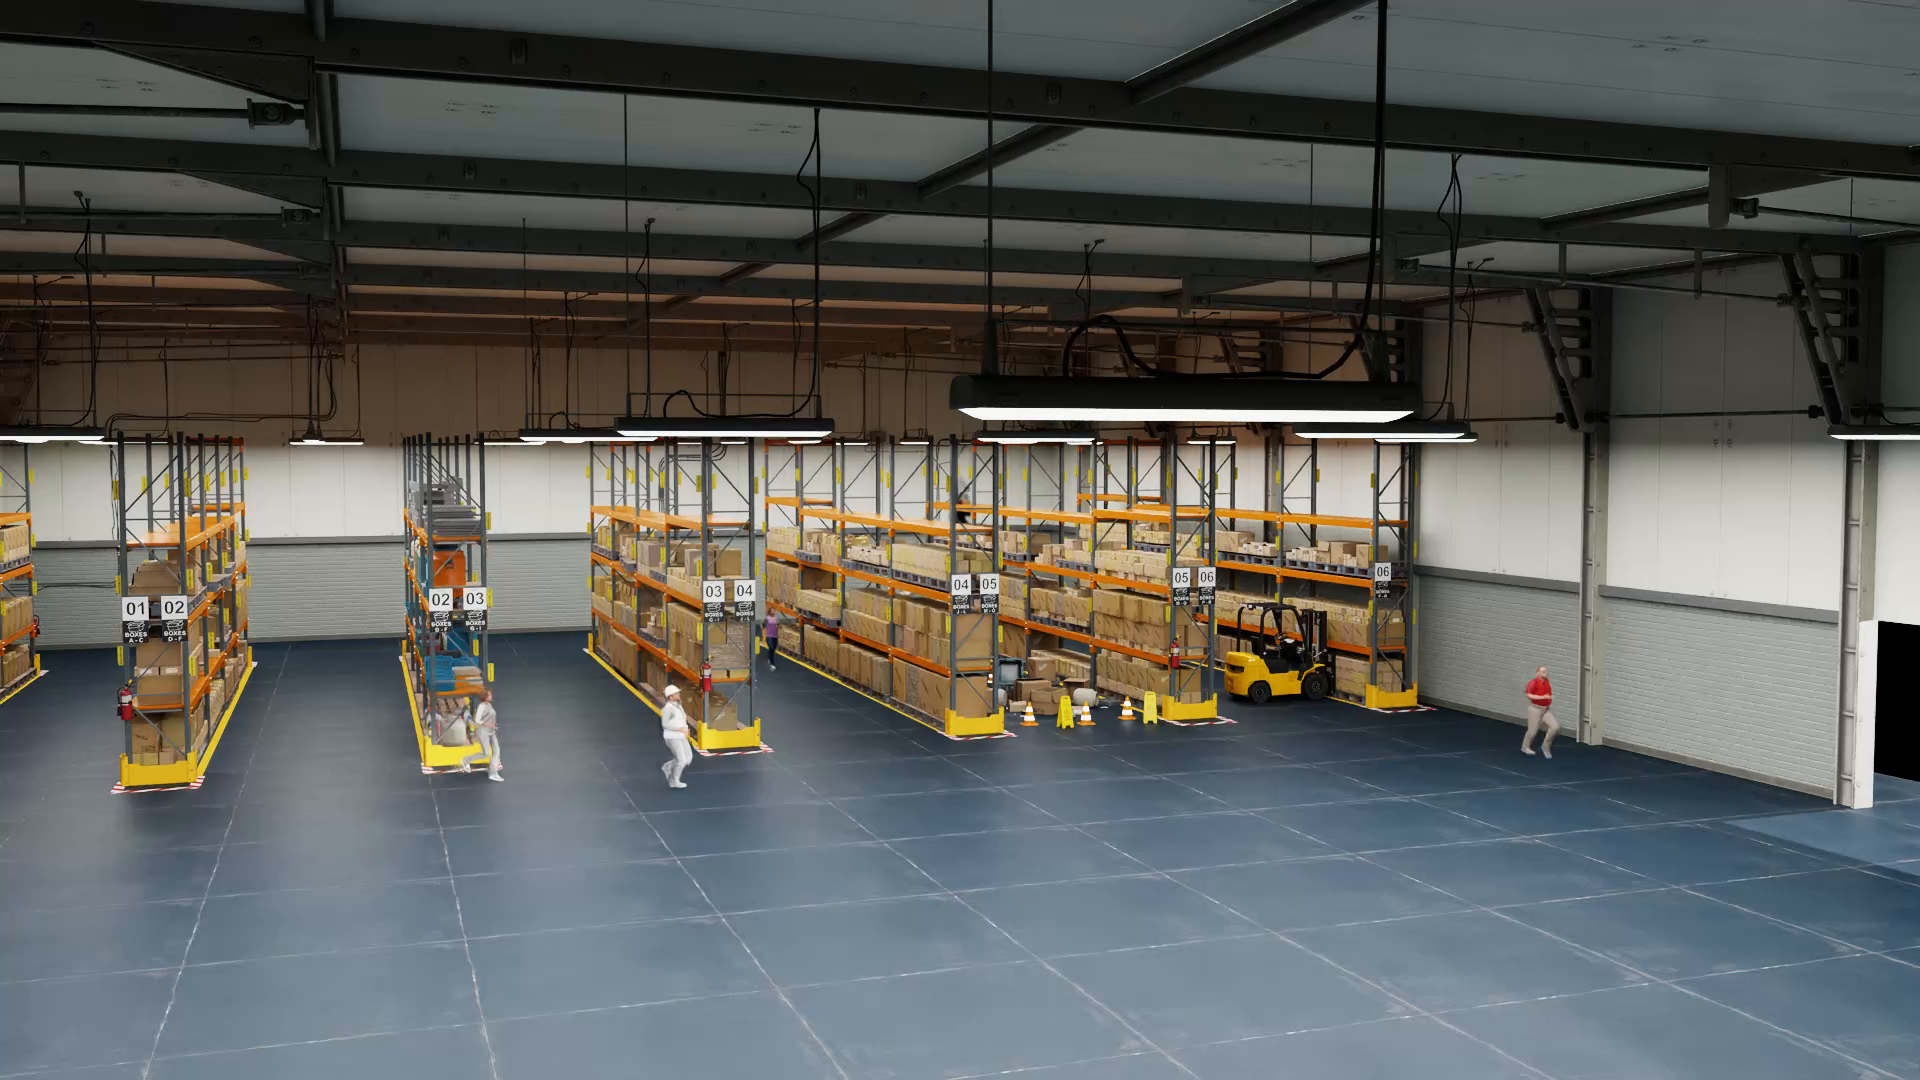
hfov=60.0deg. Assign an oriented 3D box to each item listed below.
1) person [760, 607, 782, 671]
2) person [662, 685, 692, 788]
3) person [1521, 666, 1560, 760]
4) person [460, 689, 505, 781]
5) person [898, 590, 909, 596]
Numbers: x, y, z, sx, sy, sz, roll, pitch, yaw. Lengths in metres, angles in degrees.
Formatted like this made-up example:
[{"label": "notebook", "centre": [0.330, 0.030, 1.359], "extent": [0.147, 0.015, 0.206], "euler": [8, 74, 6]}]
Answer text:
[{"label": "person", "centre": [-4.861, 2.530, 42.914], "extent": [0.519, 1.626, 0.797], "euler": [-2, 4, -27]}, {"label": "person", "centre": [-4.781, 3.306, 27.993], "extent": [0.603, 1.723, 0.656], "euler": [1, 3, 13]}, {"label": "person", "centre": [10.658, 3.185, 30.612], "extent": [0.641, 1.759, 0.770], "euler": [-1, 3, -25]}, {"label": "person", "centre": [-8.205, 3.359, 28.626], "extent": [0.772, 1.592, 0.541], "euler": [0, 3, 7]}, {"label": "person", "centre": [-1.686, 2.027, 51.084], "extent": [0.778, 1.764, 0.677], "euler": [0, 3, -4]}]
